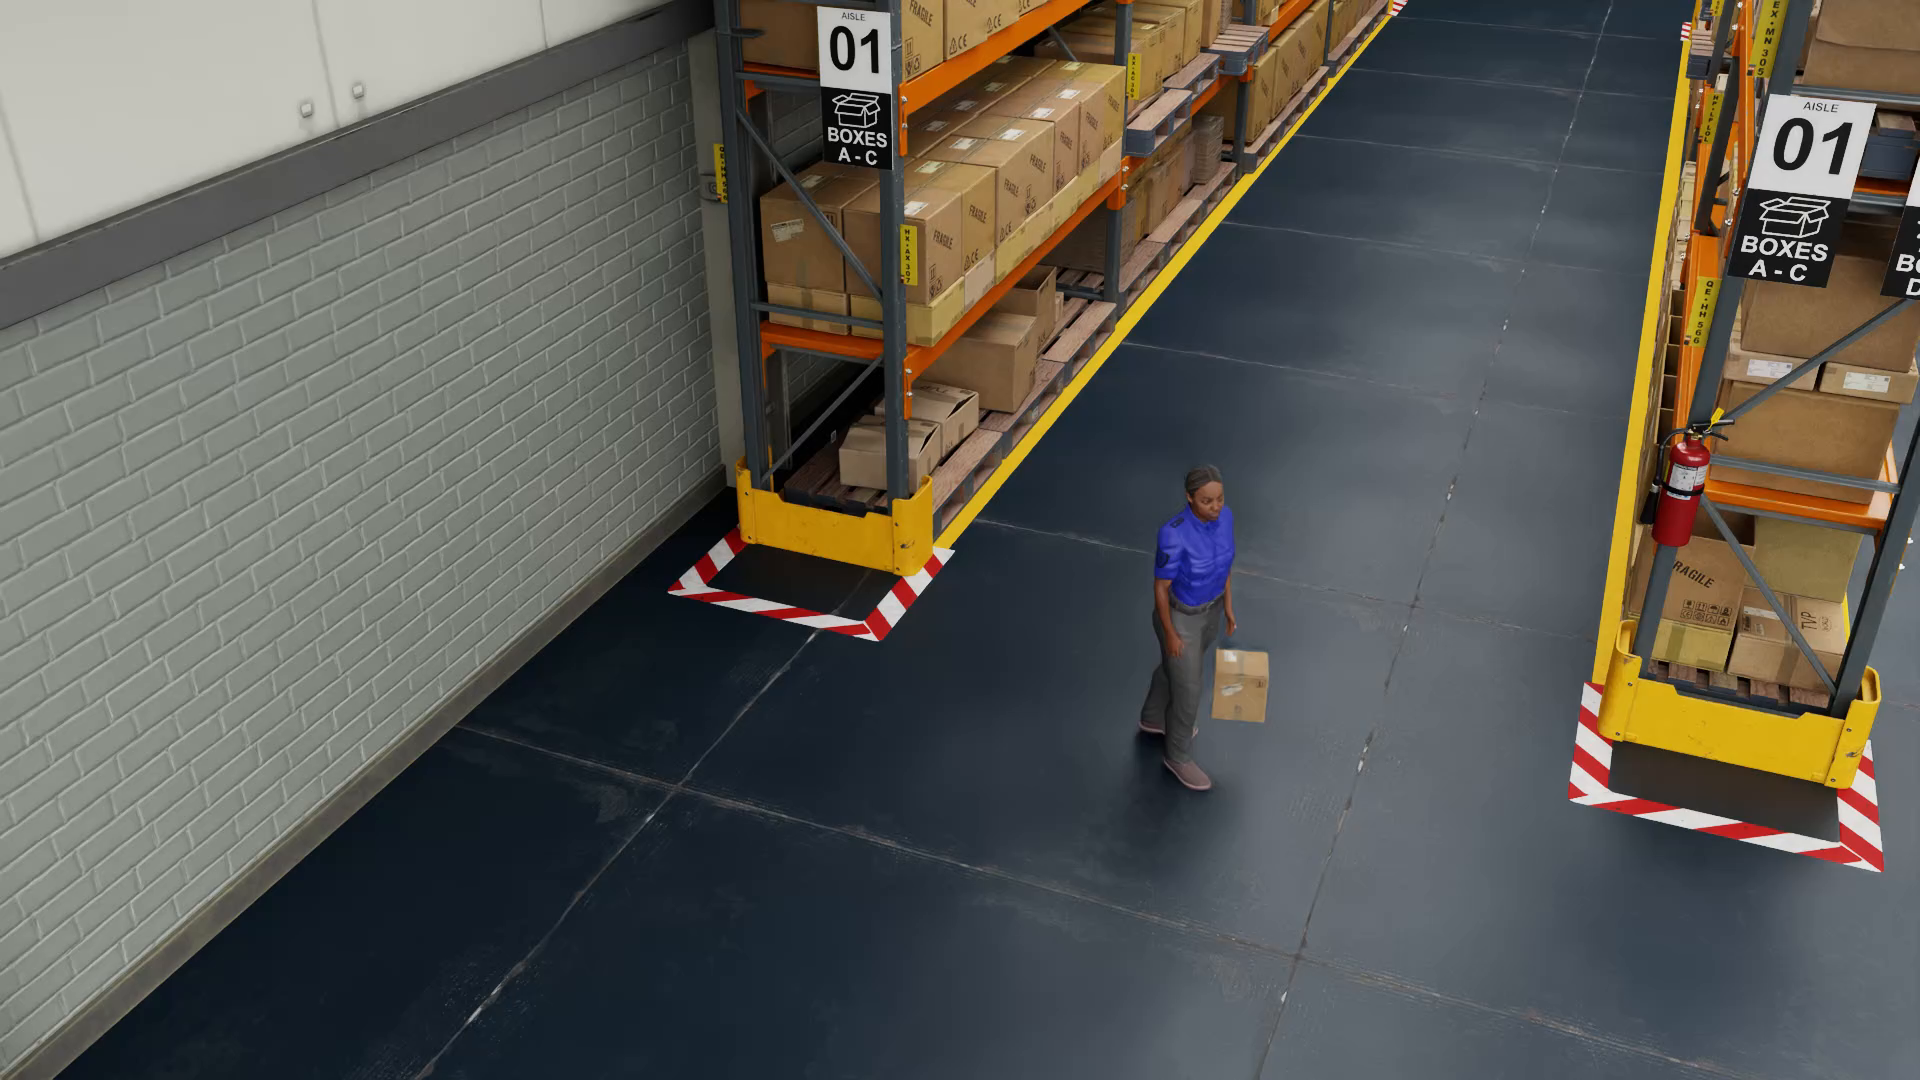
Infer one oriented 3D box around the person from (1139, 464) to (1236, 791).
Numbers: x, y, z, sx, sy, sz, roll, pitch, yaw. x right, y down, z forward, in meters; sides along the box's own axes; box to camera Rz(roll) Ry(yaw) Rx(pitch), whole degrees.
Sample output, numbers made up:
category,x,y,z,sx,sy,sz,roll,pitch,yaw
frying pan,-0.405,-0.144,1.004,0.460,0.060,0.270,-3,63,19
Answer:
category,x,y,z,sx,sy,sz,roll,pitch,yaw
person,1.060,0.355,7.779,0.474,1.647,0.558,-26,39,-37
